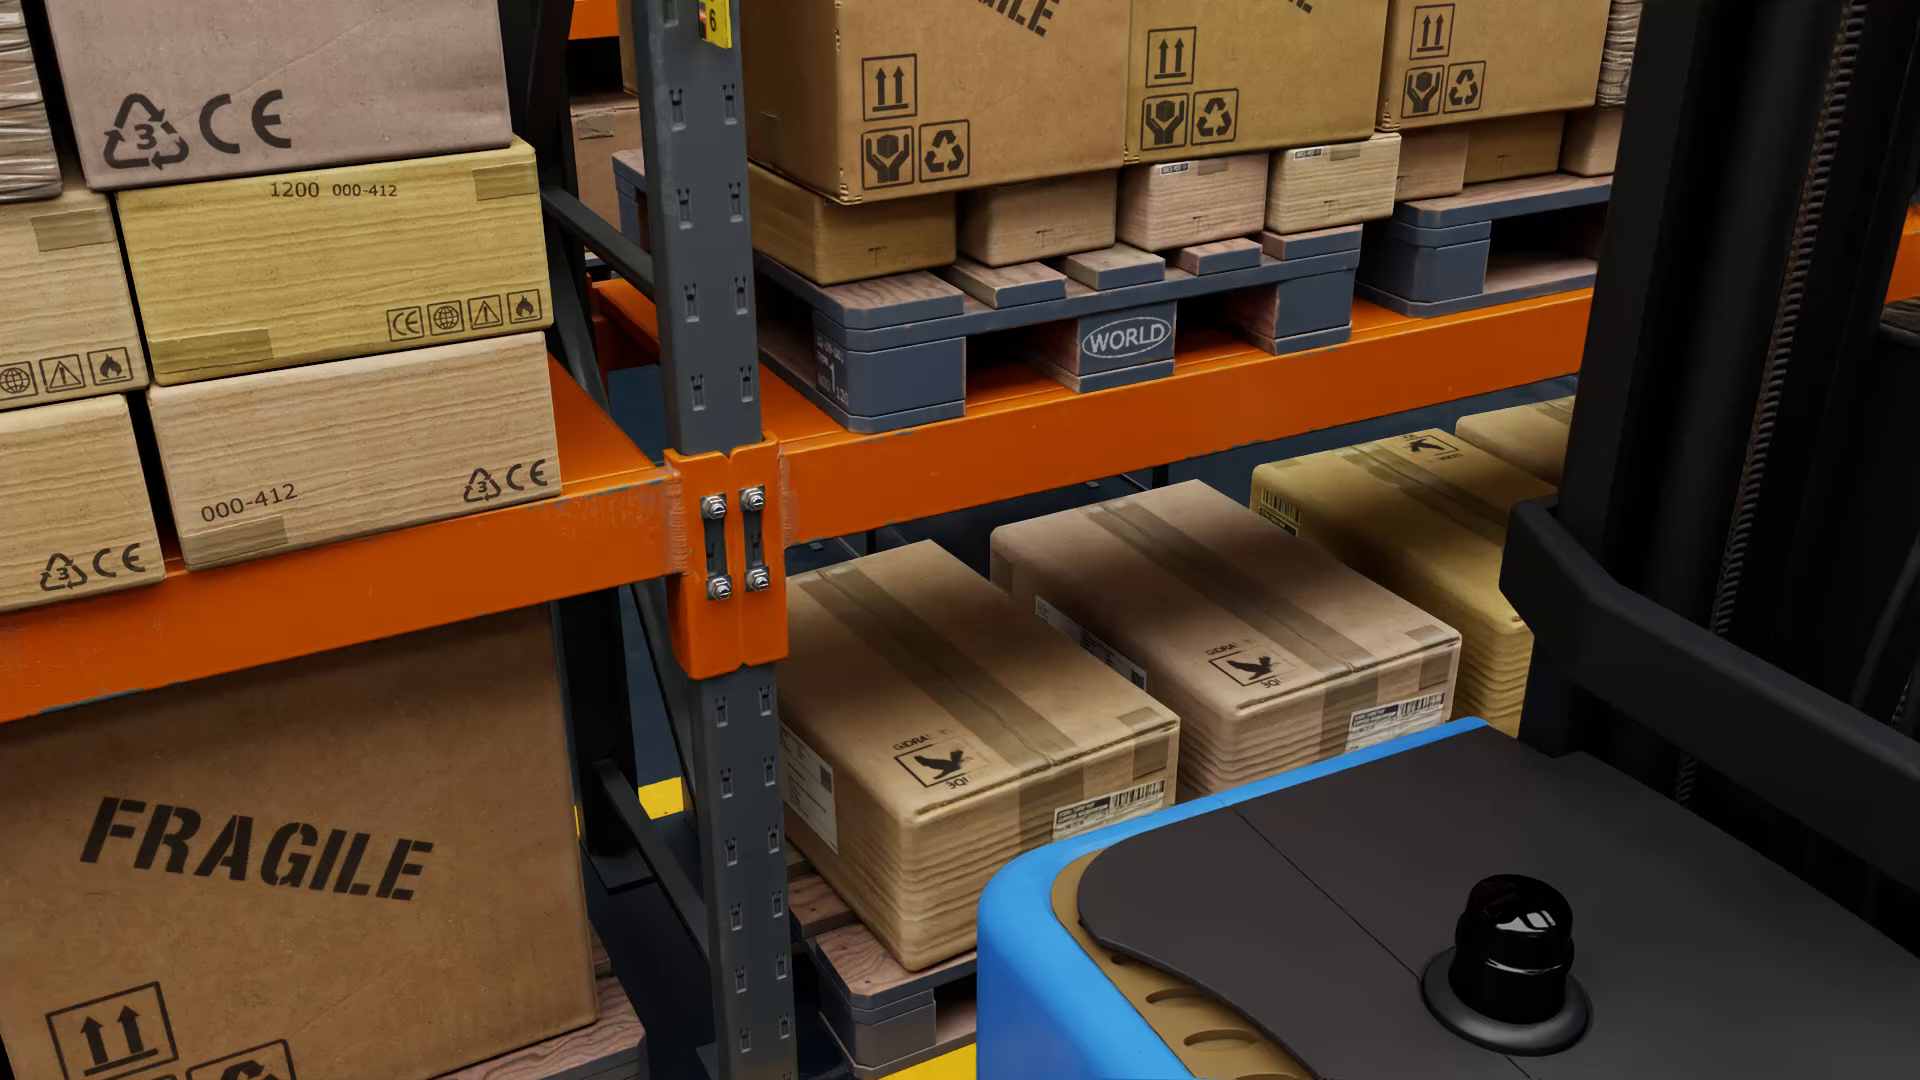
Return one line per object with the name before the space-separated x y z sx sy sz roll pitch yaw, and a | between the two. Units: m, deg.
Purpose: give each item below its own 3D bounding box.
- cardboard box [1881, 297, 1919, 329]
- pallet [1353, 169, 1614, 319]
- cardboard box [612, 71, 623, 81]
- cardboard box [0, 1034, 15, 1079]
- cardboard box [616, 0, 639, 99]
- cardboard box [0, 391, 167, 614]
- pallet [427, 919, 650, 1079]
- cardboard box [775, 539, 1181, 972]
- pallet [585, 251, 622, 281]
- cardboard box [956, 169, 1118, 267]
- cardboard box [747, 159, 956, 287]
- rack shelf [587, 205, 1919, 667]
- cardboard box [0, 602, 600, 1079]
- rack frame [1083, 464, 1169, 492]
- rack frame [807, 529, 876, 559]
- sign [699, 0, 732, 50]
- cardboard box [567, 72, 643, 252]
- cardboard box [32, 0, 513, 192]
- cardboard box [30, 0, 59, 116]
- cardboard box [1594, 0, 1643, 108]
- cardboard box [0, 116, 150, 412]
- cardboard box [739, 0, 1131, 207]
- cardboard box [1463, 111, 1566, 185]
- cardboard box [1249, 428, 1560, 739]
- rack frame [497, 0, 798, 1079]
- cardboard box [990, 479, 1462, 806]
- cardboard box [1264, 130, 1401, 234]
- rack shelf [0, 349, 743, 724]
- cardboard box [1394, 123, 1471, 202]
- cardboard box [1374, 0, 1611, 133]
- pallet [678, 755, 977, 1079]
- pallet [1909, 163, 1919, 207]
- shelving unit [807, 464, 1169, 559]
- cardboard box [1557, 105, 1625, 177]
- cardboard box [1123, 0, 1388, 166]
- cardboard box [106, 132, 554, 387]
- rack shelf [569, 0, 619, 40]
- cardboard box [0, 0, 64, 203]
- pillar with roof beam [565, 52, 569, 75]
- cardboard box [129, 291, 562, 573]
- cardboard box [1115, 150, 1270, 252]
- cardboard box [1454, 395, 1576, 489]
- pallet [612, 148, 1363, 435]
cardboard box | 3.343 -0.809 5.294 0.500 0.500 0.500 -13 29 -26
pallet | 1.145 -0.816 3.705 1.213 0.211 1.003 -13 29 -25
cardboard box | -1.198 -1.892 7.984 0.625 0.625 0.875 -14 29 -27
cardboard box | -2.020 0.574 2.558 0.875 0.875 0.875 -13 28 -24
cardboard box | -0.312 -1.051 3.028 0.500 0.500 0.500 -14 29 -27
cardboard box | -1.350 -0.104 2.173 0.500 0.250 0.500 -12 28 -24
pallet | -1.314 0.905 3.120 1.213 0.211 1.003 -13 29 -25
cardboard box | -0.079 0.401 3.501 0.625 0.372 0.950 -15 30 -29
pallet | -2.177 -1.274 7.660 1.213 0.211 1.003 -13 29 -25
cardboard box | 0.057 -0.599 2.838 0.250 0.149 0.380 -15 29 -28
cardboard box | -0.208 -0.555 2.745 0.250 0.149 0.380 -15 29 -28
rack shelf | 1.182 -0.566 3.795 4.000 0.370 1.077 -13 29 -25
cardboard box | -1.231 0.394 2.933 0.875 0.875 0.875 -13 29 -26
rack frame | 0.524 -0.797 5.177 0.032 1.500 0.500 -13 29 -25
rack frame | -0.373 -0.590 4.746 0.032 1.500 0.500 -13 29 -25
sign | -0.318 -0.794 2.101 0.005 0.325 0.100 -13 29 -25
cardboard box | -1.792 -1.755 7.698 0.625 0.625 0.875 -12 28 -23
cardboard box | -0.916 -0.774 2.126 0.500 0.500 0.500 -14 29 -26
cardboard box | -1.566 -0.867 2.320 0.500 0.500 0.500 -13 28 -25
cardboard box | 1.290 -1.174 3.284 0.500 0.500 0.500 -14 29 -27
cardboard box | -1.341 -0.340 2.087 0.500 0.250 0.500 -14 29 -26
cardboard box | -0.076 -0.855 2.621 0.500 0.500 0.500 -14 29 -27
cardboard box | 0.979 -0.837 3.333 0.250 0.149 0.380 -12 28 -23
cardboard box | 1.240 0.095 4.137 0.625 0.372 0.950 -12 28 -23
rack frame | -0.582 -0.483 2.791 0.127 3.000 1.000 -13 29 -25
cardboard box | 0.568 0.247 3.820 0.625 0.372 0.950 -14 29 -26
cardboard box | 0.573 -0.686 3.018 0.250 0.149 0.380 -13 28 -25
rack shelf | -2.347 0.248 2.099 4.000 0.370 1.077 -13 29 -25
cardboard box | 0.749 -0.765 3.182 0.250 0.149 0.380 -11 28 -22
cardboard box | 0.845 -1.075 3.078 0.500 0.500 0.500 -12 28 -24
pallet | 0.108 0.615 3.725 1.213 0.211 1.003 -13 29 -25
pallet | 2.204 -1.112 4.321 1.213 0.211 1.003 -13 29 -25
shelving unit | 0.075 -0.693 4.962 1.048 1.500 0.538 -13 29 -25
cardboard box | 1.241 -0.865 3.392 0.250 0.149 0.380 -12 28 -23
cardboard box | 0.380 -0.964 2.848 0.500 0.500 0.500 -11 28 -22
cardboard box | -0.890 -0.445 2.308 0.500 0.250 0.500 -13 29 -25
rack shelf | -1.157 -2.461 7.742 4.000 0.370 1.077 -13 29 -25
cardboard box | -1.364 -0.666 1.902 0.500 0.500 0.500 -12 28 -24
pillar with roof beam | -0.169 -4.048 3.285 0.400 9.000 9.100 -13 29 -25
cardboard box | -0.906 -0.214 2.403 0.500 0.250 0.500 -14 29 -27
cardboard box | 0.320 -0.638 2.917 0.250 0.149 0.380 -15 29 -28
cardboard box | 1.853 -0.047 4.434 0.625 0.372 0.950 -11 28 -22
pallet | -0.004 -0.583 3.220 1.003 0.211 1.213 -13 29 -25
